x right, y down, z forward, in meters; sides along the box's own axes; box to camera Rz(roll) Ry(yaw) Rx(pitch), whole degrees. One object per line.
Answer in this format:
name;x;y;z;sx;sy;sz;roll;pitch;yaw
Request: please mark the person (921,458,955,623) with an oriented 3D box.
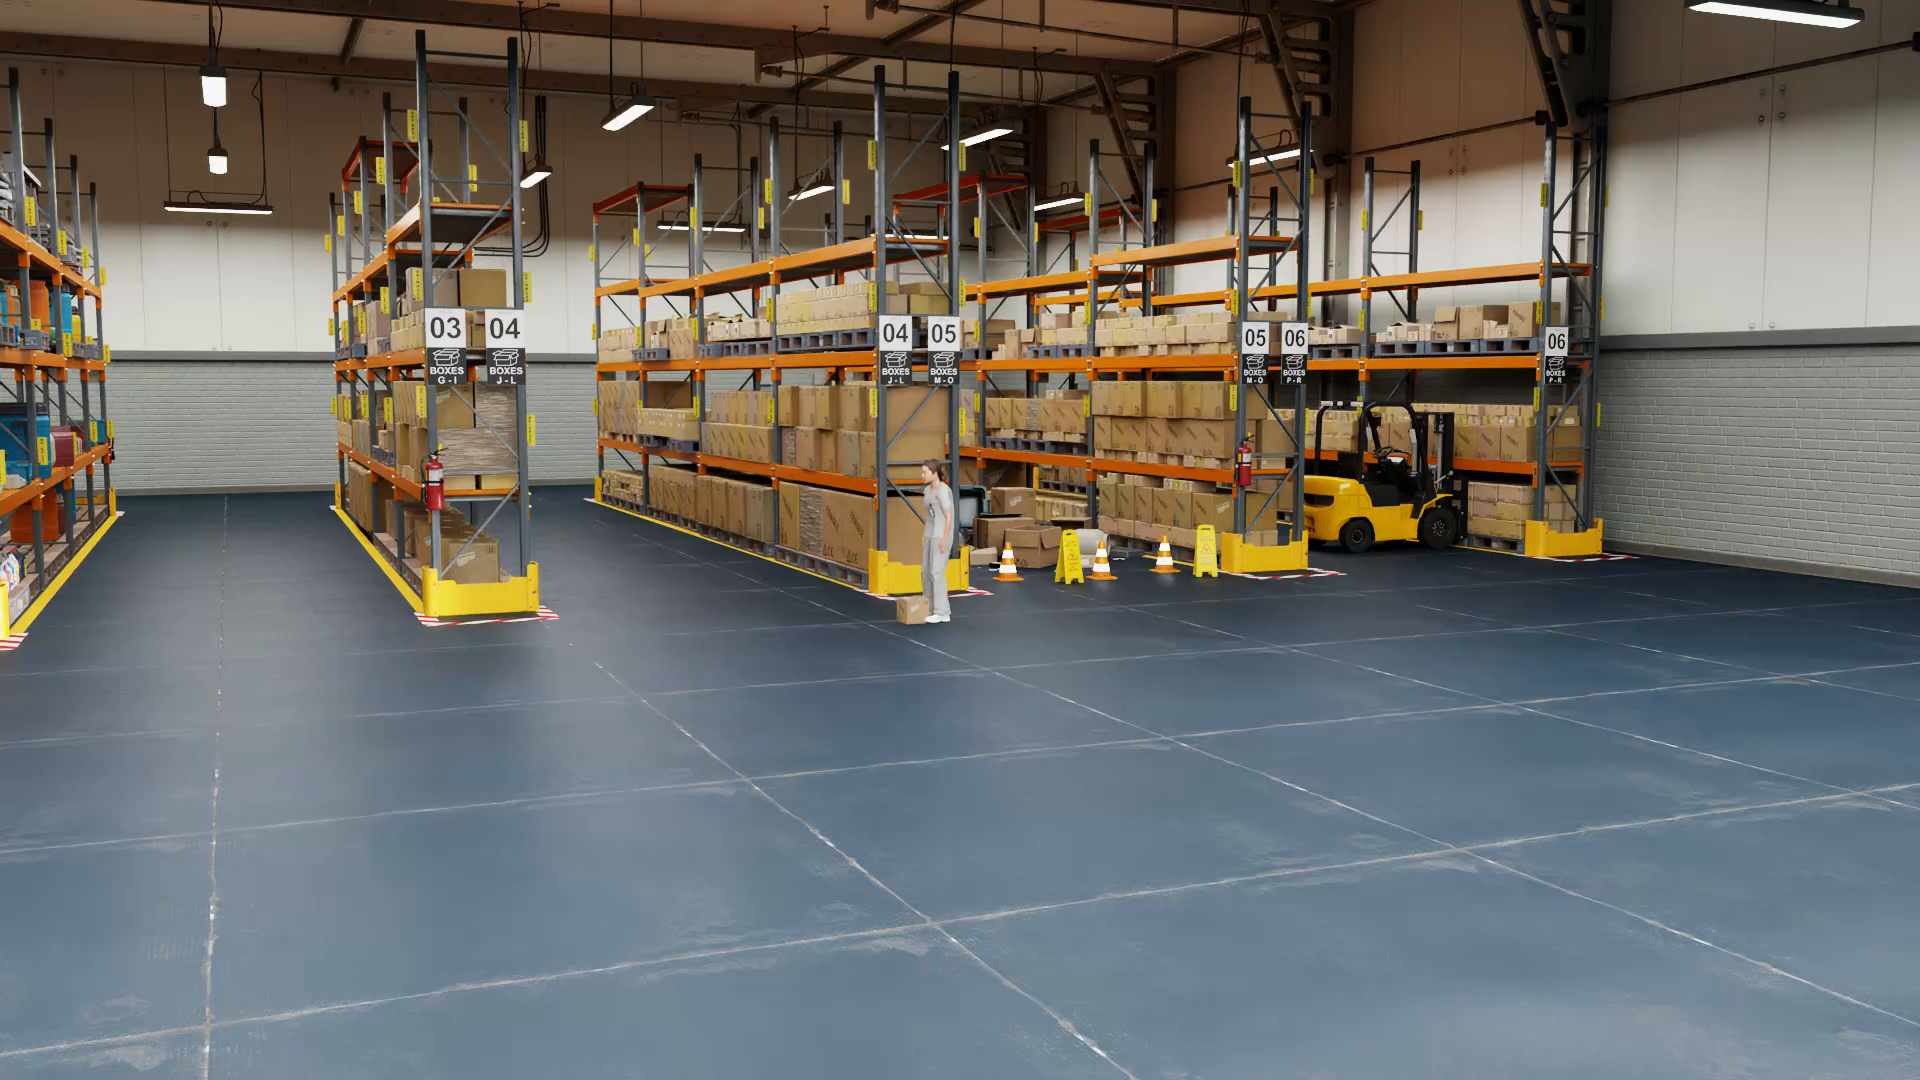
person;-0.256;-0.003;17.006;0.368;1.671;0.498;-3;6;-26
